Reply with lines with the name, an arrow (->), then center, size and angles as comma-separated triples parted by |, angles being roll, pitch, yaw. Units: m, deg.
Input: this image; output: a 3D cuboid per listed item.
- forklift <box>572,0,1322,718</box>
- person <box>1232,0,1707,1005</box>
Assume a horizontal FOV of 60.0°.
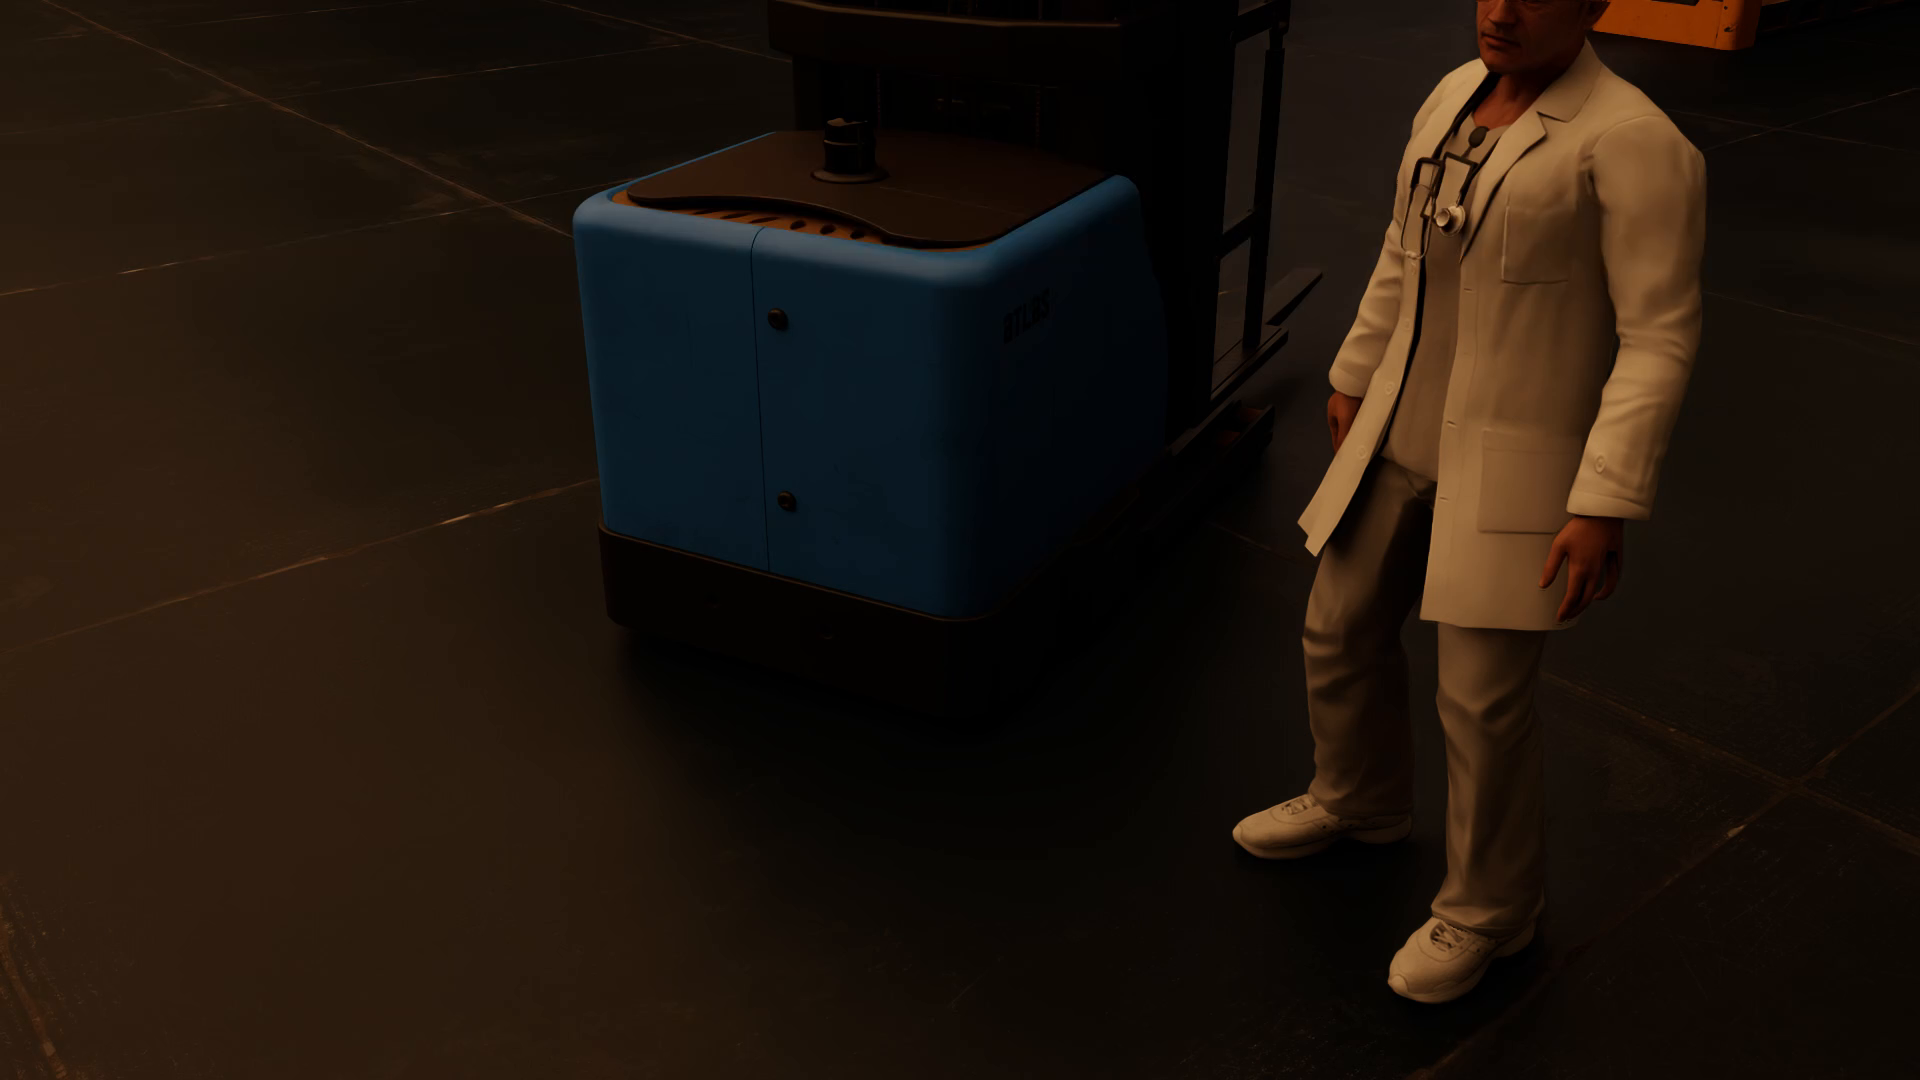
forklift -> 0.285, -1.552, 4.331 | 1.130, 2.935, 3.031 | 13, 29, 25
person -> 0.822, -0.130, 2.773 | 0.437, 1.770, 0.767 | -13, 29, -24
